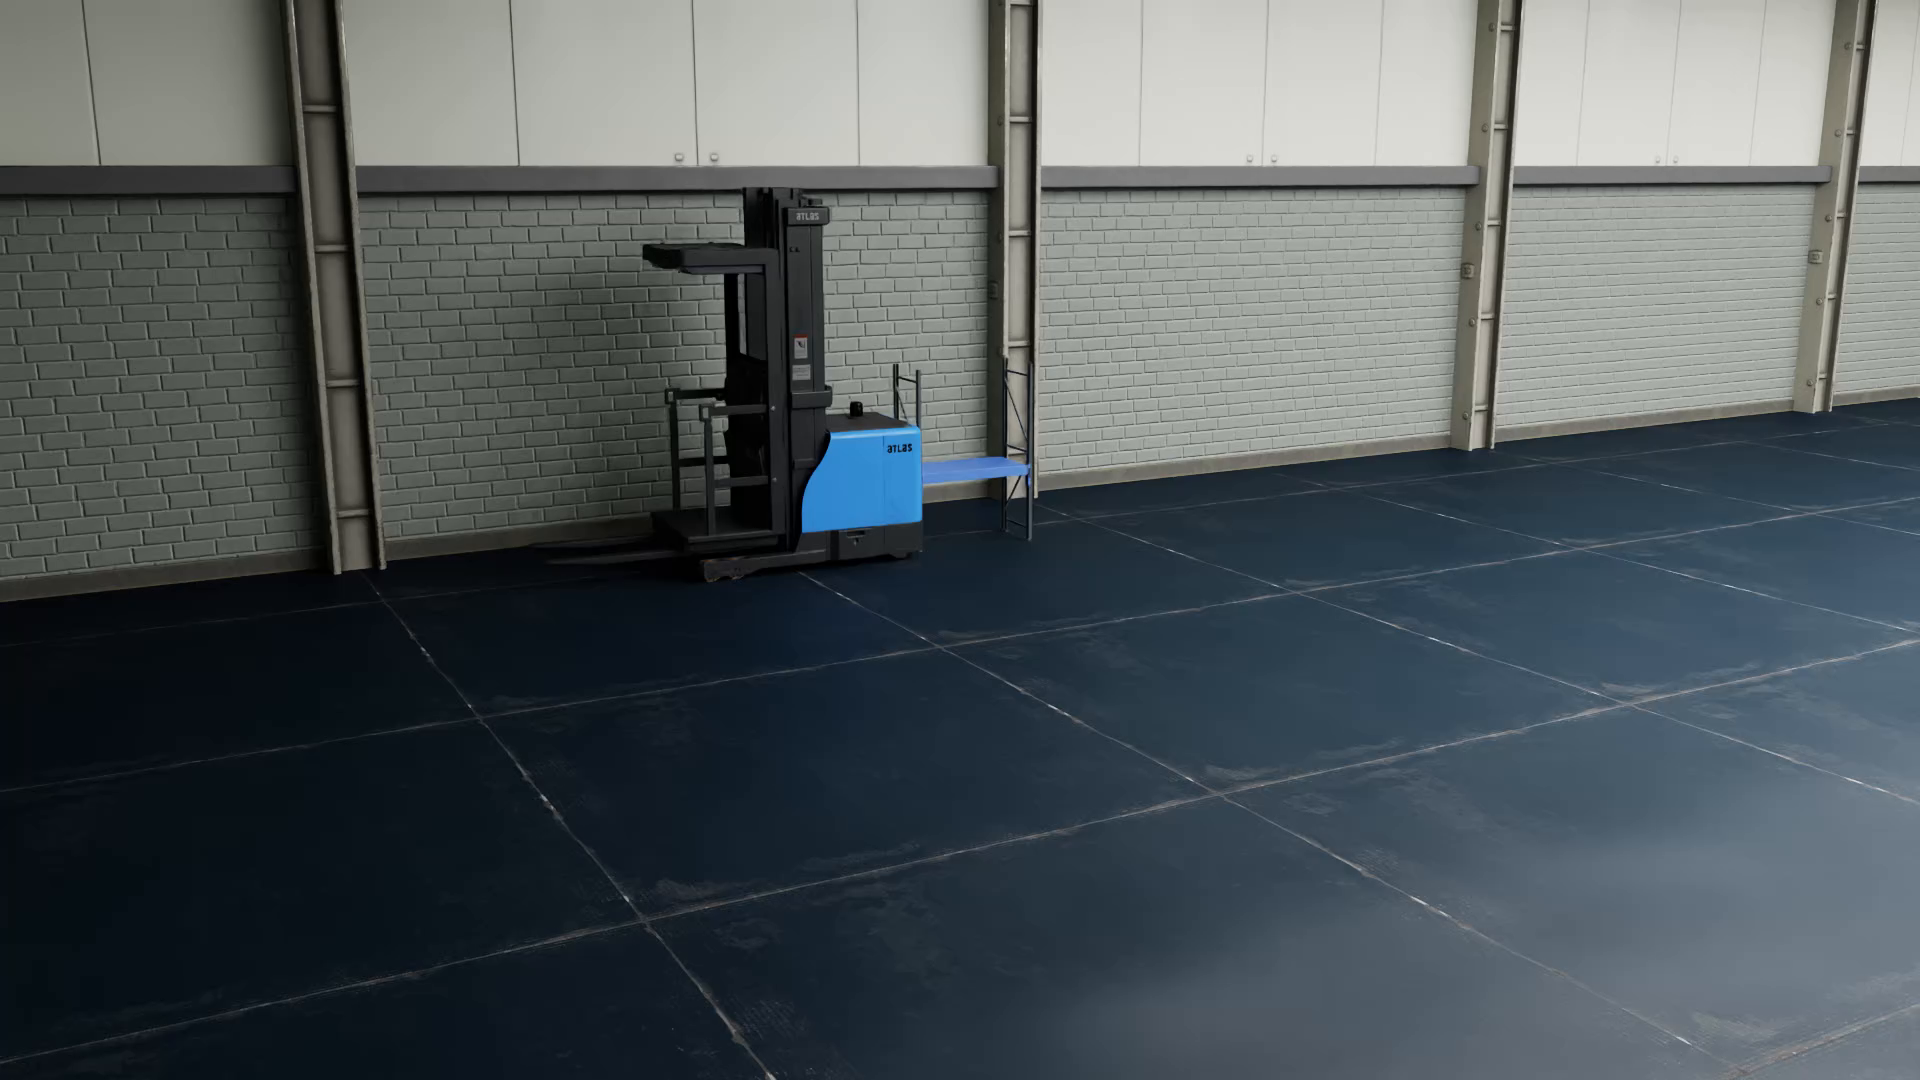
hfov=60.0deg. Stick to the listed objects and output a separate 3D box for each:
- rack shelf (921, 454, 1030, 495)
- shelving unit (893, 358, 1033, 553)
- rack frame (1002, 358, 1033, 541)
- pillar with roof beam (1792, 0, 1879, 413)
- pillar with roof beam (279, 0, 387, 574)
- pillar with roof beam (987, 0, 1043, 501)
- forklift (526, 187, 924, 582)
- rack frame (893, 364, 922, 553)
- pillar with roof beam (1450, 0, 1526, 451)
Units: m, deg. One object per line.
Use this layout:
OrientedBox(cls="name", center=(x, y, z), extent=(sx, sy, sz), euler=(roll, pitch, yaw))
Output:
OrientedBox(cls="rack shelf", center=(0.026, -0.552, 13.964), extent=(1.000, 0.185, 0.538), euler=(-6, 14, -25))
OrientedBox(cls="shelving unit", center=(0.026, -0.727, 13.925), extent=(1.048, 1.500, 0.538), euler=(-6, 14, -25))
OrientedBox(cls="rack frame", center=(0.485, -0.775, 14.139), extent=(0.032, 1.500, 0.500), euler=(-6, 14, -25))
OrientedBox(cls="pillar with roof beam", center=(13.096, -5.237, 16.882), extent=(0.400, 9.000, 9.100), euler=(-7, 14, -28))
OrientedBox(cls="pillar with roof beam", center=(-2.703, -3.343, 8.468), extent=(0.400, 9.000, 9.100), euler=(-7, 14, -28))
OrientedBox(cls="pillar with roof beam", center=(2.563, -3.974, 11.273), extent=(0.400, 9.000, 9.100), euler=(-7, 14, -28))
OrientedBox(cls="forklift", center=(-1.855, -1.243, 12.955), extent=(3.031, 2.935, 1.130), euler=(-6, 14, -24))
OrientedBox(cls="rack frame", center=(-0.432, -0.679, 13.711), extent=(0.032, 1.500, 0.500), euler=(-6, 14, -25))
OrientedBox(cls="pillar with roof beam", center=(7.830, -4.605, 14.077), extent=(0.400, 9.000, 9.100), euler=(-7, 14, -28))
